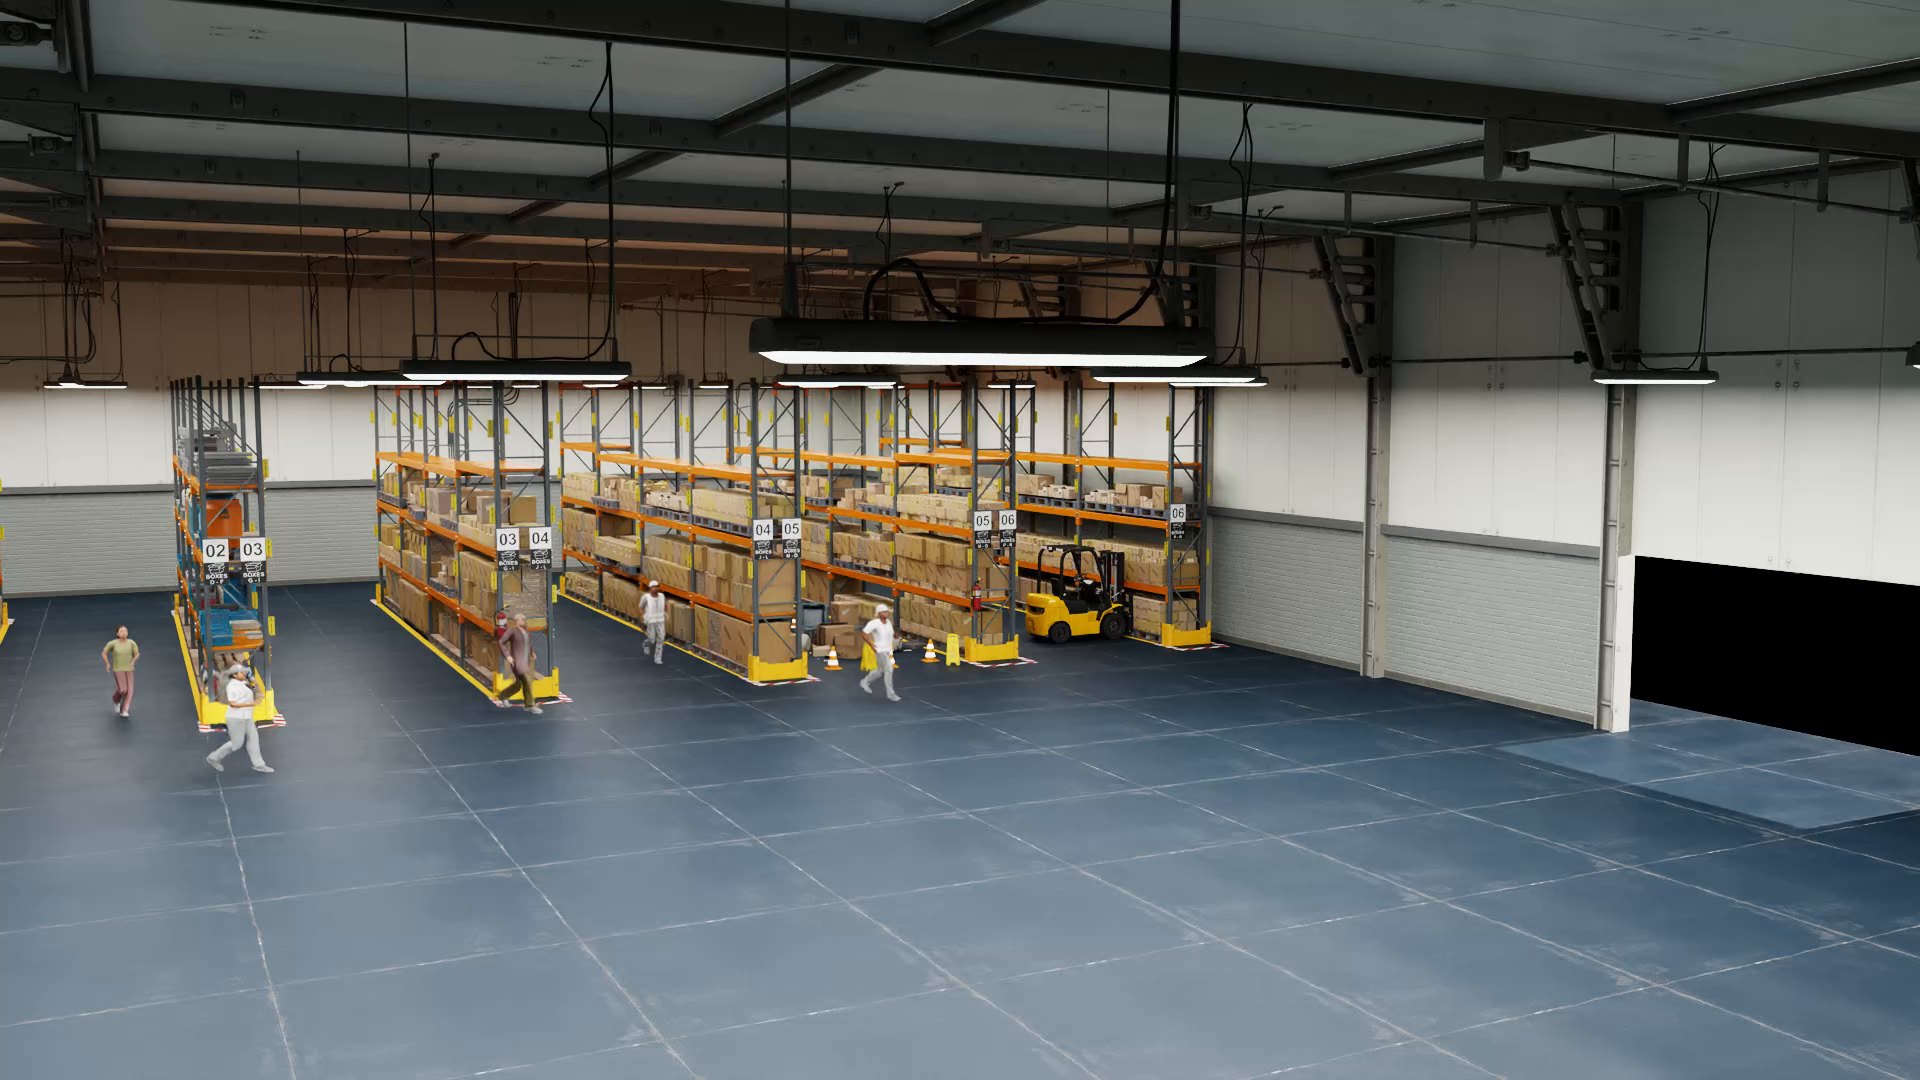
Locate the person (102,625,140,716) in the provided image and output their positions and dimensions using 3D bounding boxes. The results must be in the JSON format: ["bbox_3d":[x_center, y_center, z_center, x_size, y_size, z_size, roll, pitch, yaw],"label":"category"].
[{"bbox_3d":[-14.706,2.308,29.247,0.570,1.626,0.537,-5,7,-42],"label":"person"}]

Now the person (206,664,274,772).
[{"bbox_3d":[-10.759,2.676,24.808,0.925,1.665,0.606,-1,5,-8],"label":"person"}]

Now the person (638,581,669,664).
[{"bbox_3d":[-6.469,1.729,35.187,0.685,1.754,0.772,-3,6,-30],"label":"person"}]

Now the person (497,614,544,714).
[{"bbox_3d":[-7.877,2.203,29.762,0.998,1.768,0.712,2,5,20],"label":"person"}]

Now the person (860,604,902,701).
[{"bbox_3d":[-1.460,2.080,31.030,0.910,1.782,0.681,3,6,26],"label":"person"}]
